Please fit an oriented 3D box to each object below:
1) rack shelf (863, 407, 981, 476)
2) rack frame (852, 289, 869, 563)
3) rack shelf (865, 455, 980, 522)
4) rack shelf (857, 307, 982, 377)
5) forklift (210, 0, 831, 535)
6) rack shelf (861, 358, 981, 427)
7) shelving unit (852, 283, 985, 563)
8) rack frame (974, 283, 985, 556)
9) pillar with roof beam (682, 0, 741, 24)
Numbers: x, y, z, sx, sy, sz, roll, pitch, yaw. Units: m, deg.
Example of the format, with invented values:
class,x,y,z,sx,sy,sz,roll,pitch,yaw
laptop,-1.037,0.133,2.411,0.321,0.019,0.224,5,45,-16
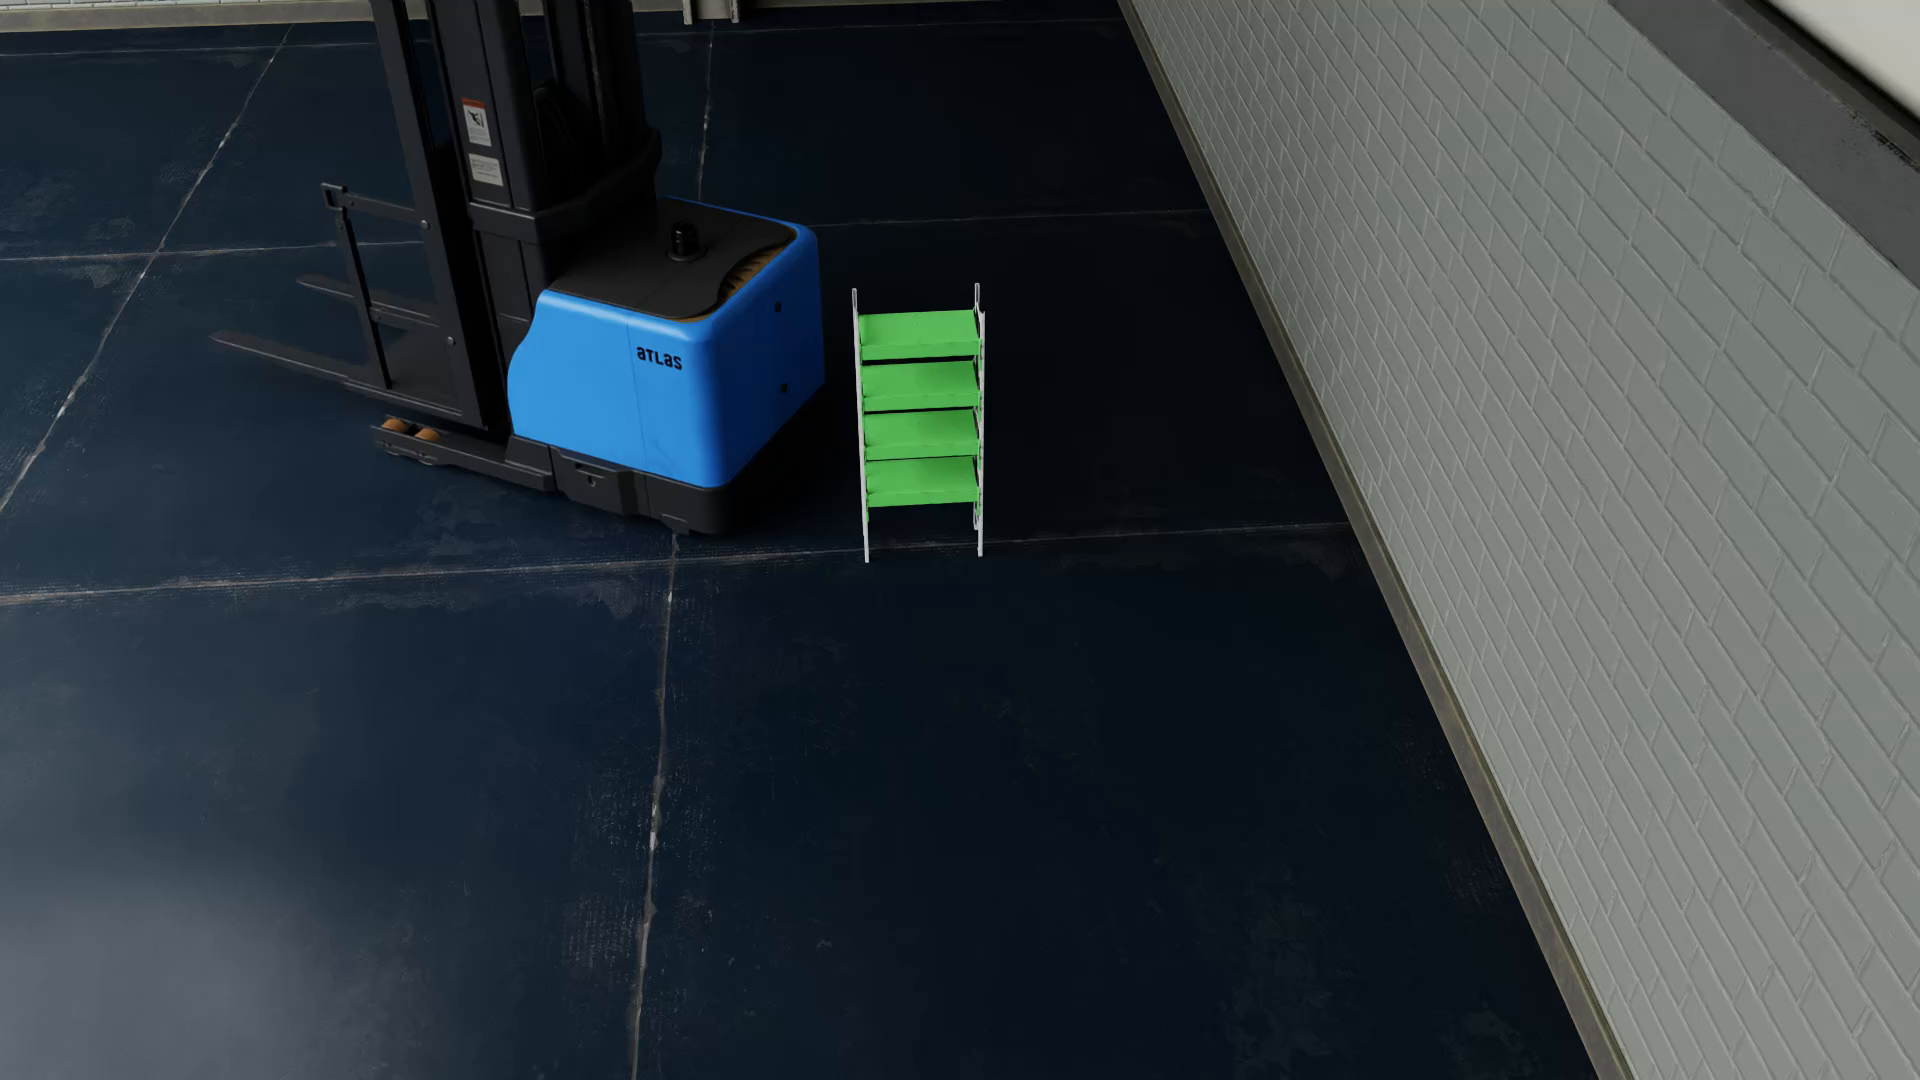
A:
class,x,y,z,sx,sy,sz,roll,pitch,yaw
rack shelf,-0.165,-0.412,6.906,0.480,0.148,0.258,-3,38,-4
rack frame,-0.408,-0.449,6.850,0.015,1.200,0.240,-3,38,-4
rack shelf,-0.165,-0.223,7.055,0.480,0.148,0.258,-3,38,-4
rack shelf,-0.165,-0.789,6.609,0.480,0.148,0.258,-3,38,-4
forklift,-2.168,-1.777,7.136,3.031,2.935,1.130,16,41,19
rack shelf,-0.165,-0.600,6.758,0.480,0.148,0.258,-3,38,-4
shelving unit,-0.165,-0.462,6.867,0.503,1.200,0.258,-3,38,-4
rack frame,0.078,-0.475,6.884,0.015,1.200,0.240,-3,38,-4
pillar with roof beam,-1.413,-4.687,5.926,0.400,9.000,9.100,-3,38,-4
